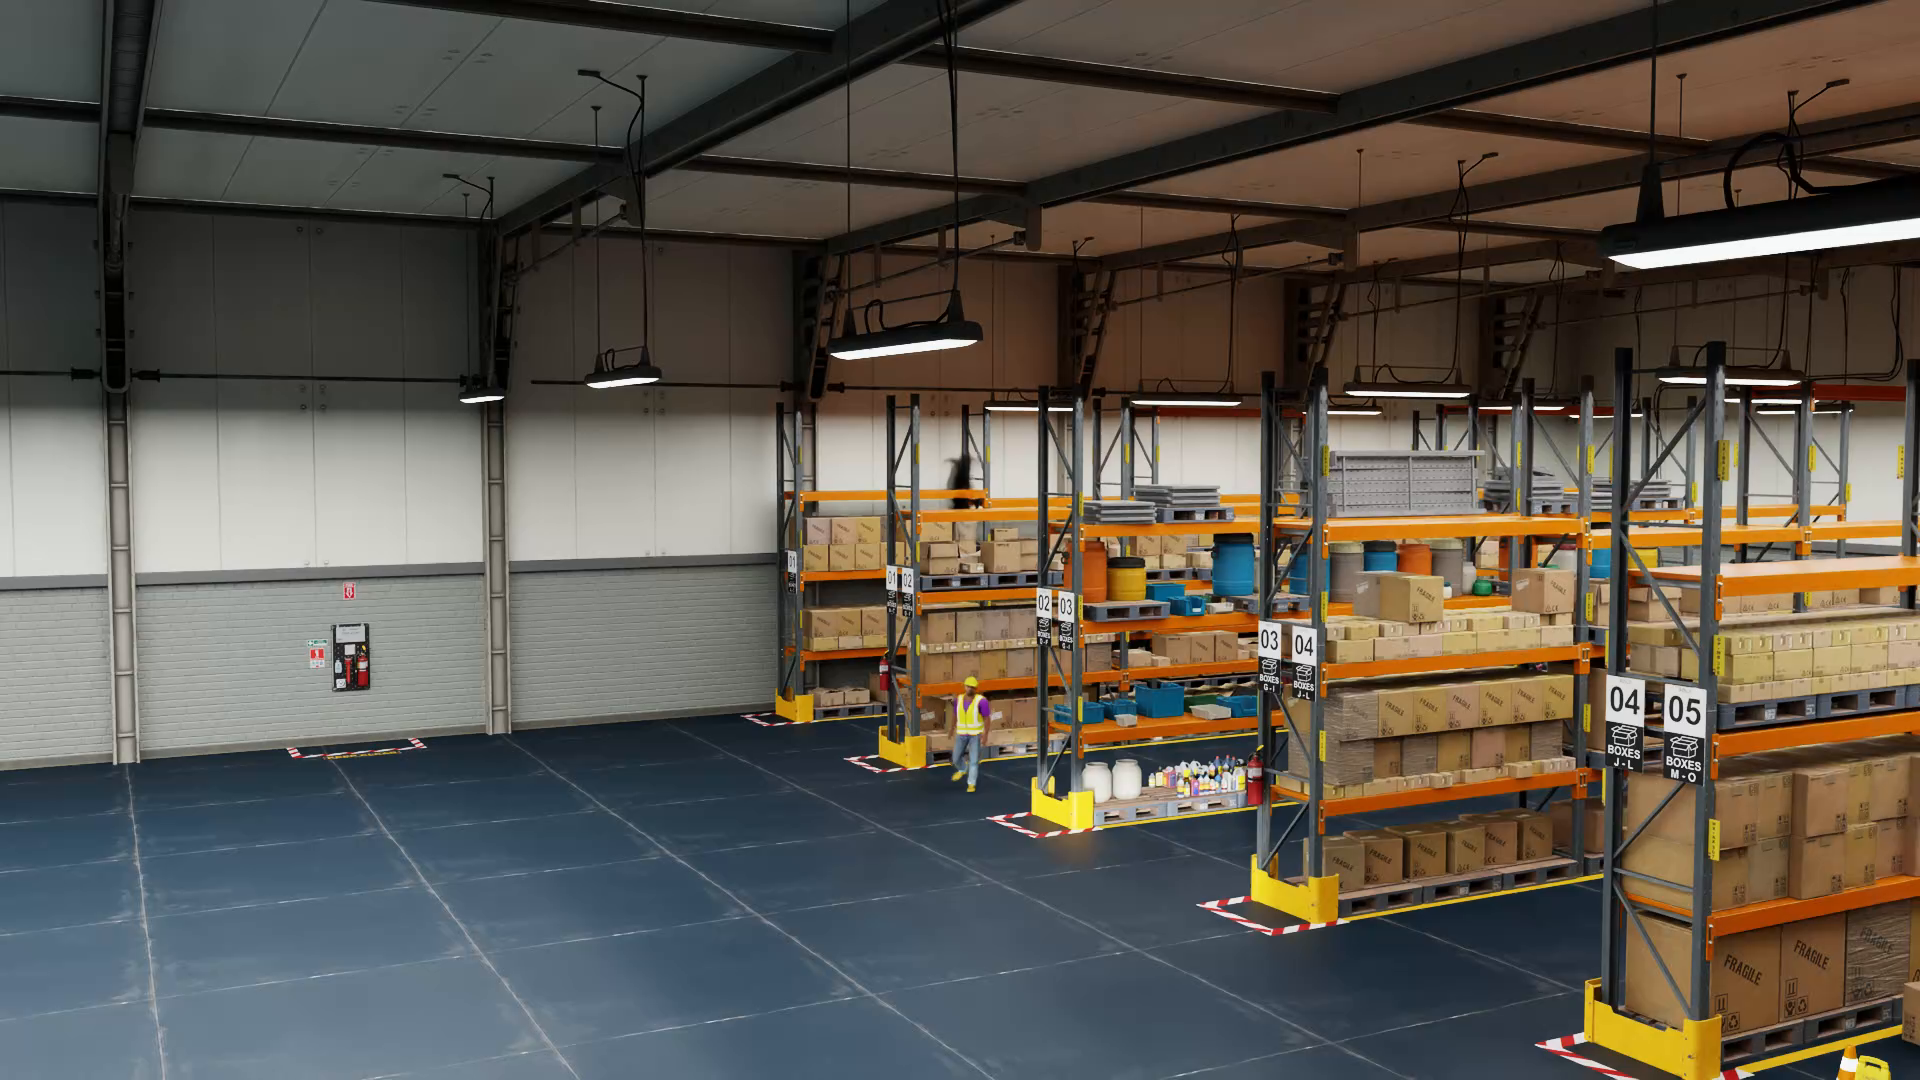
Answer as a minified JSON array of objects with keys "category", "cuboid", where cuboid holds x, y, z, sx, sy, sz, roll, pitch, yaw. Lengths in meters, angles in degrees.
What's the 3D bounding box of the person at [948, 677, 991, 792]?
[{"category":"person","cuboid":[0.145,2.889,24.873,0.728,1.728,0.690,1,3,18]}]
